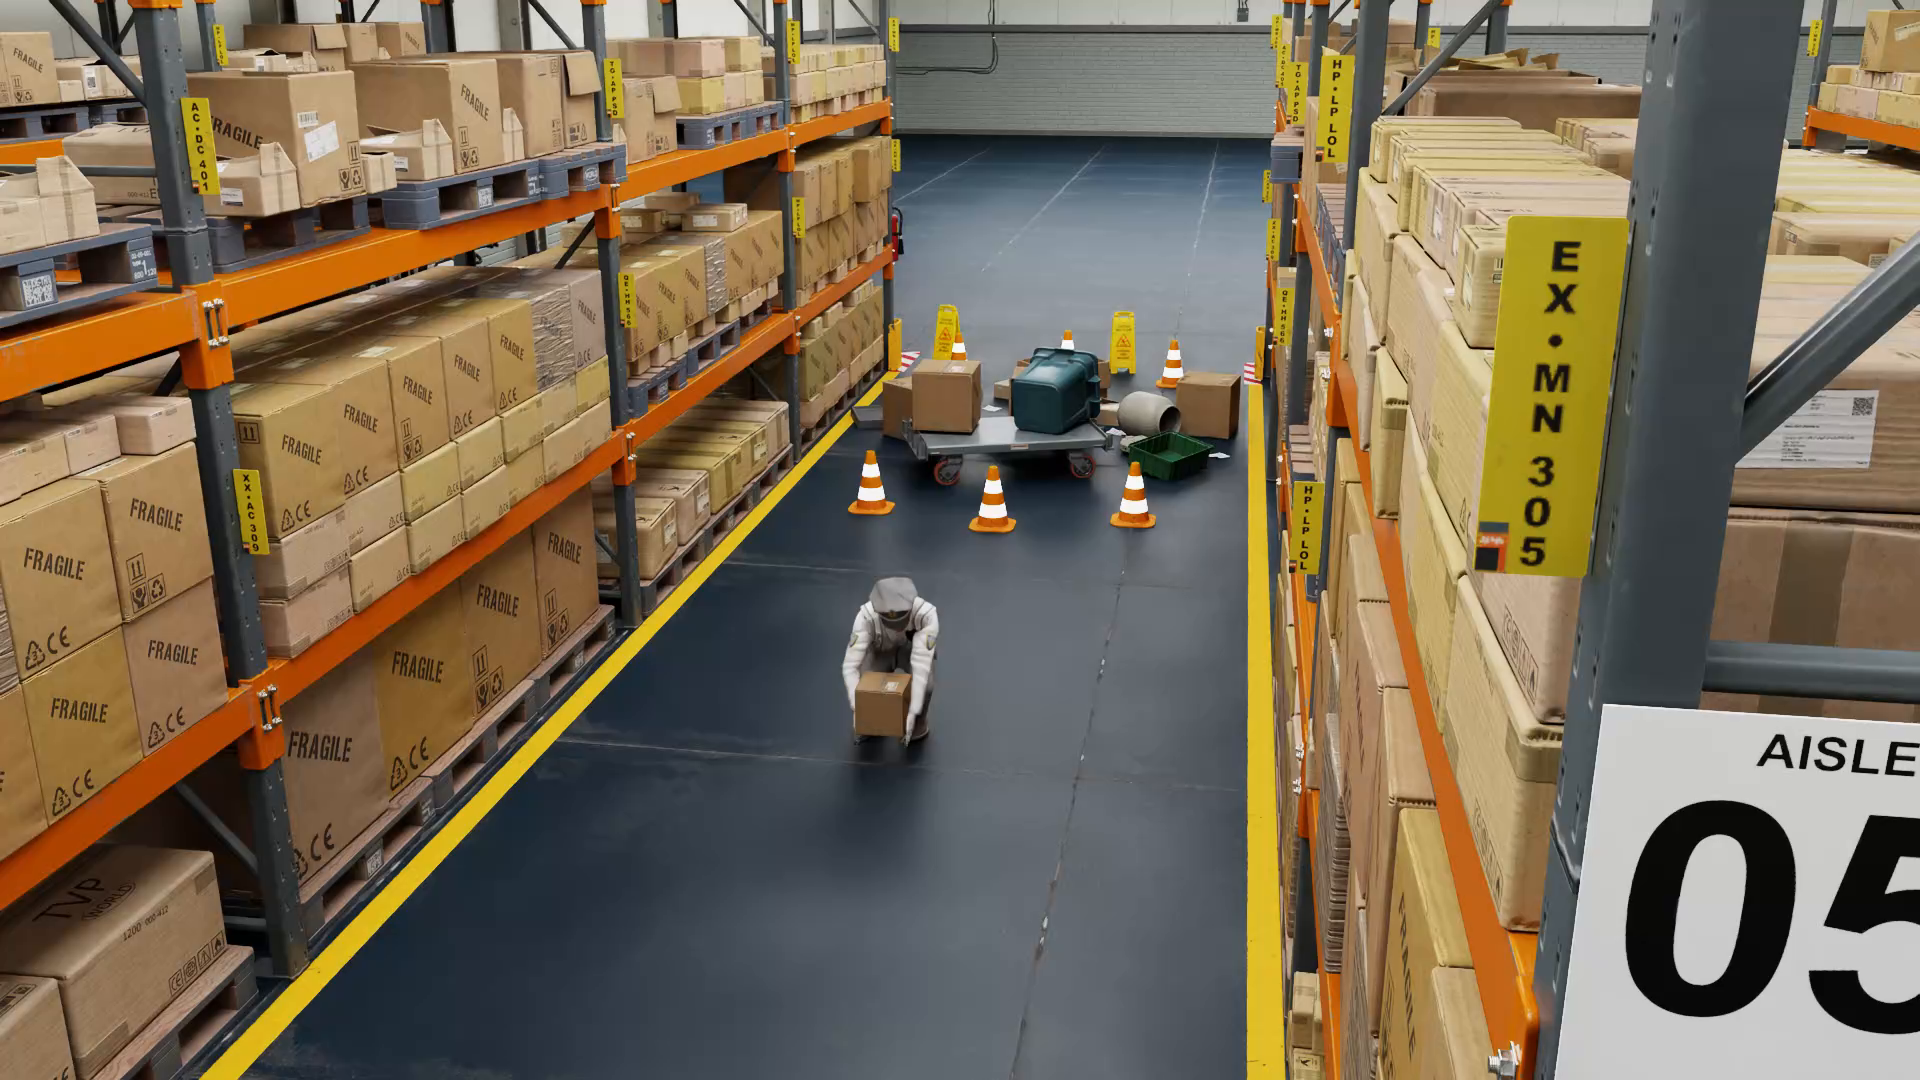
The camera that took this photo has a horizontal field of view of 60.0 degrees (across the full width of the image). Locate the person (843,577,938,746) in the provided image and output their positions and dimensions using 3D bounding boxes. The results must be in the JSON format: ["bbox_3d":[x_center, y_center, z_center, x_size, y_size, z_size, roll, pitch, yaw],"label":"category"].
[{"bbox_3d":[-0.353,0.607,8.841,0.490,0.969,0.823,3,18,8],"label":"person"}]
